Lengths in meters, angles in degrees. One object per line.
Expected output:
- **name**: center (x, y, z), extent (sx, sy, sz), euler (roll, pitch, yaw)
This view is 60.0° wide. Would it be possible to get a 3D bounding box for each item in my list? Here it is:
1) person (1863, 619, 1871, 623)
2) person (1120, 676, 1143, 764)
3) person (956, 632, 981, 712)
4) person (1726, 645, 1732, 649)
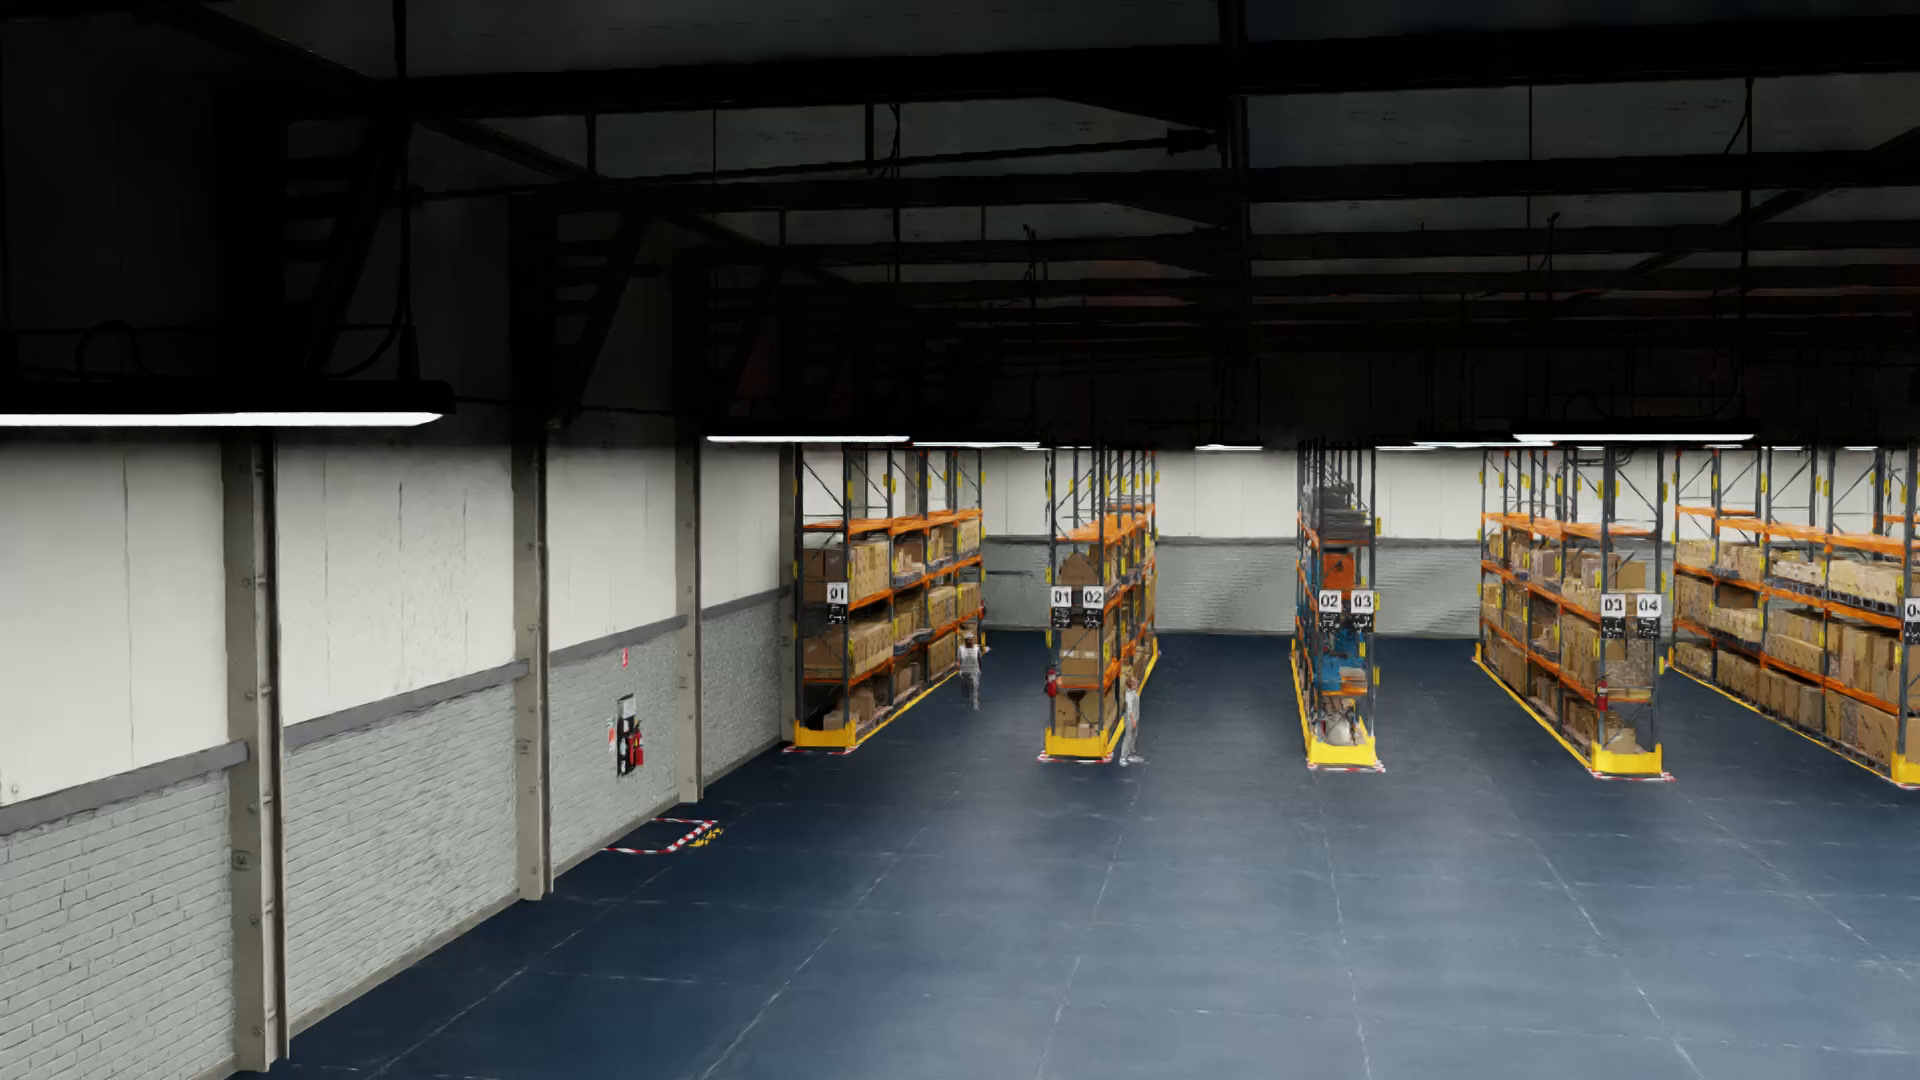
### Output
- **person**: center (22.487, 2.667, 41.232), extent (0.573, 1.715, 1.103), euler (1, 3, 19)
- **person**: center (3.129, 3.292, 30.521), extent (0.347, 1.596, 0.573), euler (1, 3, 21)
- **person**: center (0.195, 2.903, 36.791), extent (0.549, 1.724, 1.031), euler (0, 3, 1)
- **person**: center (21.696, 2.432, 46.659), extent (0.542, 1.663, 0.509), euler (-3, 4, -43)
